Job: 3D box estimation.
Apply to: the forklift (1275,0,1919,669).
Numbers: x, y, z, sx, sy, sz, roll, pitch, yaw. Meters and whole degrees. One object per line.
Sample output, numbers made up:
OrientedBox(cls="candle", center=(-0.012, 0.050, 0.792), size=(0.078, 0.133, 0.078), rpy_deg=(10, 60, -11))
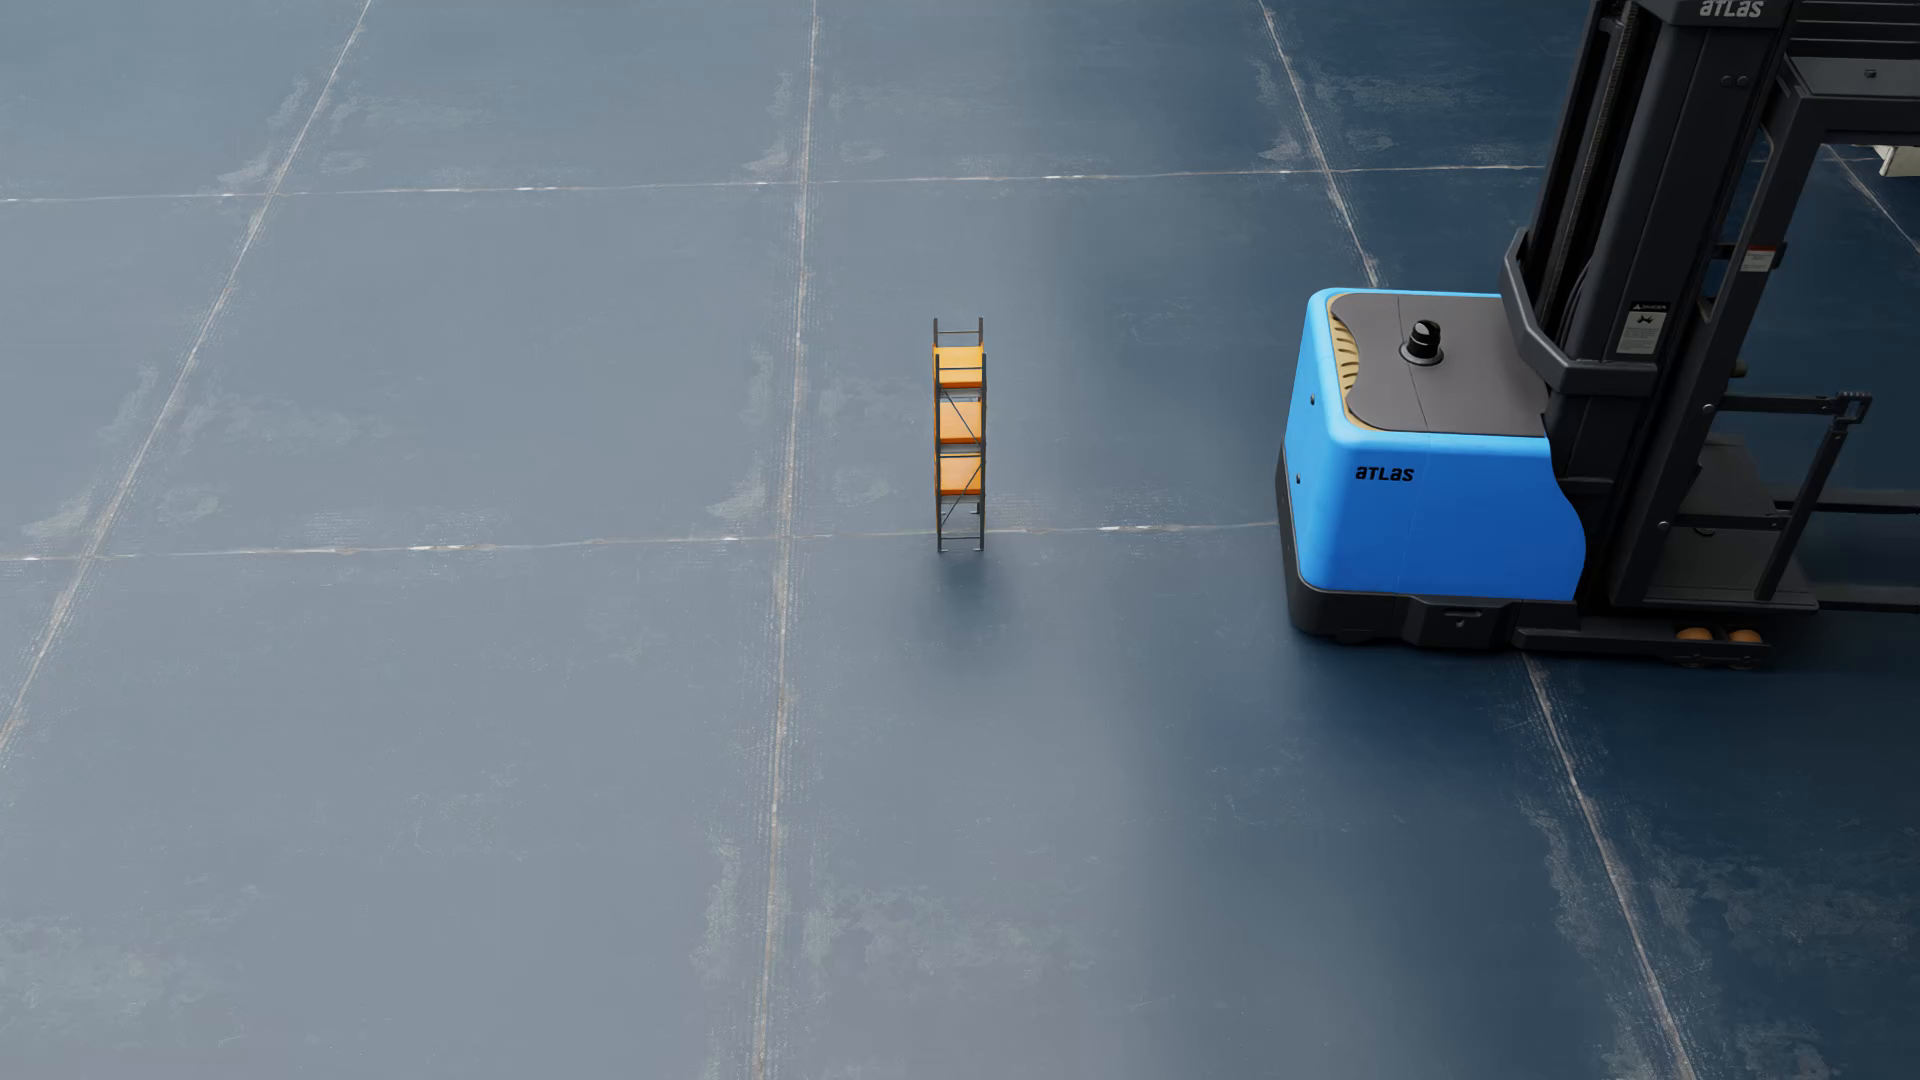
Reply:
OrientedBox(cls="forklift", center=(2.889, -0.934, 6.100), size=(3.031, 2.935, 1.130), rpy_deg=(3, 43, 3))

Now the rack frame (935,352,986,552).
OrientedBox(cls="rack frame", center=(0.003, -0.341, 6.845), size=(0.200, 1.050, 0.008), rpy_deg=(-2, 43, -2))

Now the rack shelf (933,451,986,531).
OrientedBox(cls="rack shelf", center=(-0.002, -0.210, 7.130), size=(0.215, 0.259, 0.240), rpy_deg=(-2, 43, -2))

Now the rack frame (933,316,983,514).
OrientedBox(cls="rack frame", center=(-0.007, -0.506, 7.025), size=(0.200, 1.050, 0.008), rpy_deg=(-2, 43, -2))

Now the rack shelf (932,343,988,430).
OrientedBox(cls="rack shelf", center=(-0.002, -0.625, 6.750), size=(0.215, 0.259, 0.240), rpy_deg=(-2, 43, -2))

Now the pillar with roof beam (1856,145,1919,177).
OrientedBox(cls="pillar with roof beam", center=(1.130, -5.413, 6.495), size=(9.100, 9.000, 0.400), rpy_deg=(-2, 43, -2))

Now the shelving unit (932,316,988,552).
OrientedBox(cls="shelving unit", center=(-0.002, -0.423, 6.935), size=(0.215, 1.050, 0.252), rpy_deg=(-2, 43, -2))

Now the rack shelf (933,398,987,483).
OrientedBox(cls="rack shelf", center=(-0.002, -0.415, 6.942), size=(0.215, 0.259, 0.240), rpy_deg=(-2, 43, -2))
